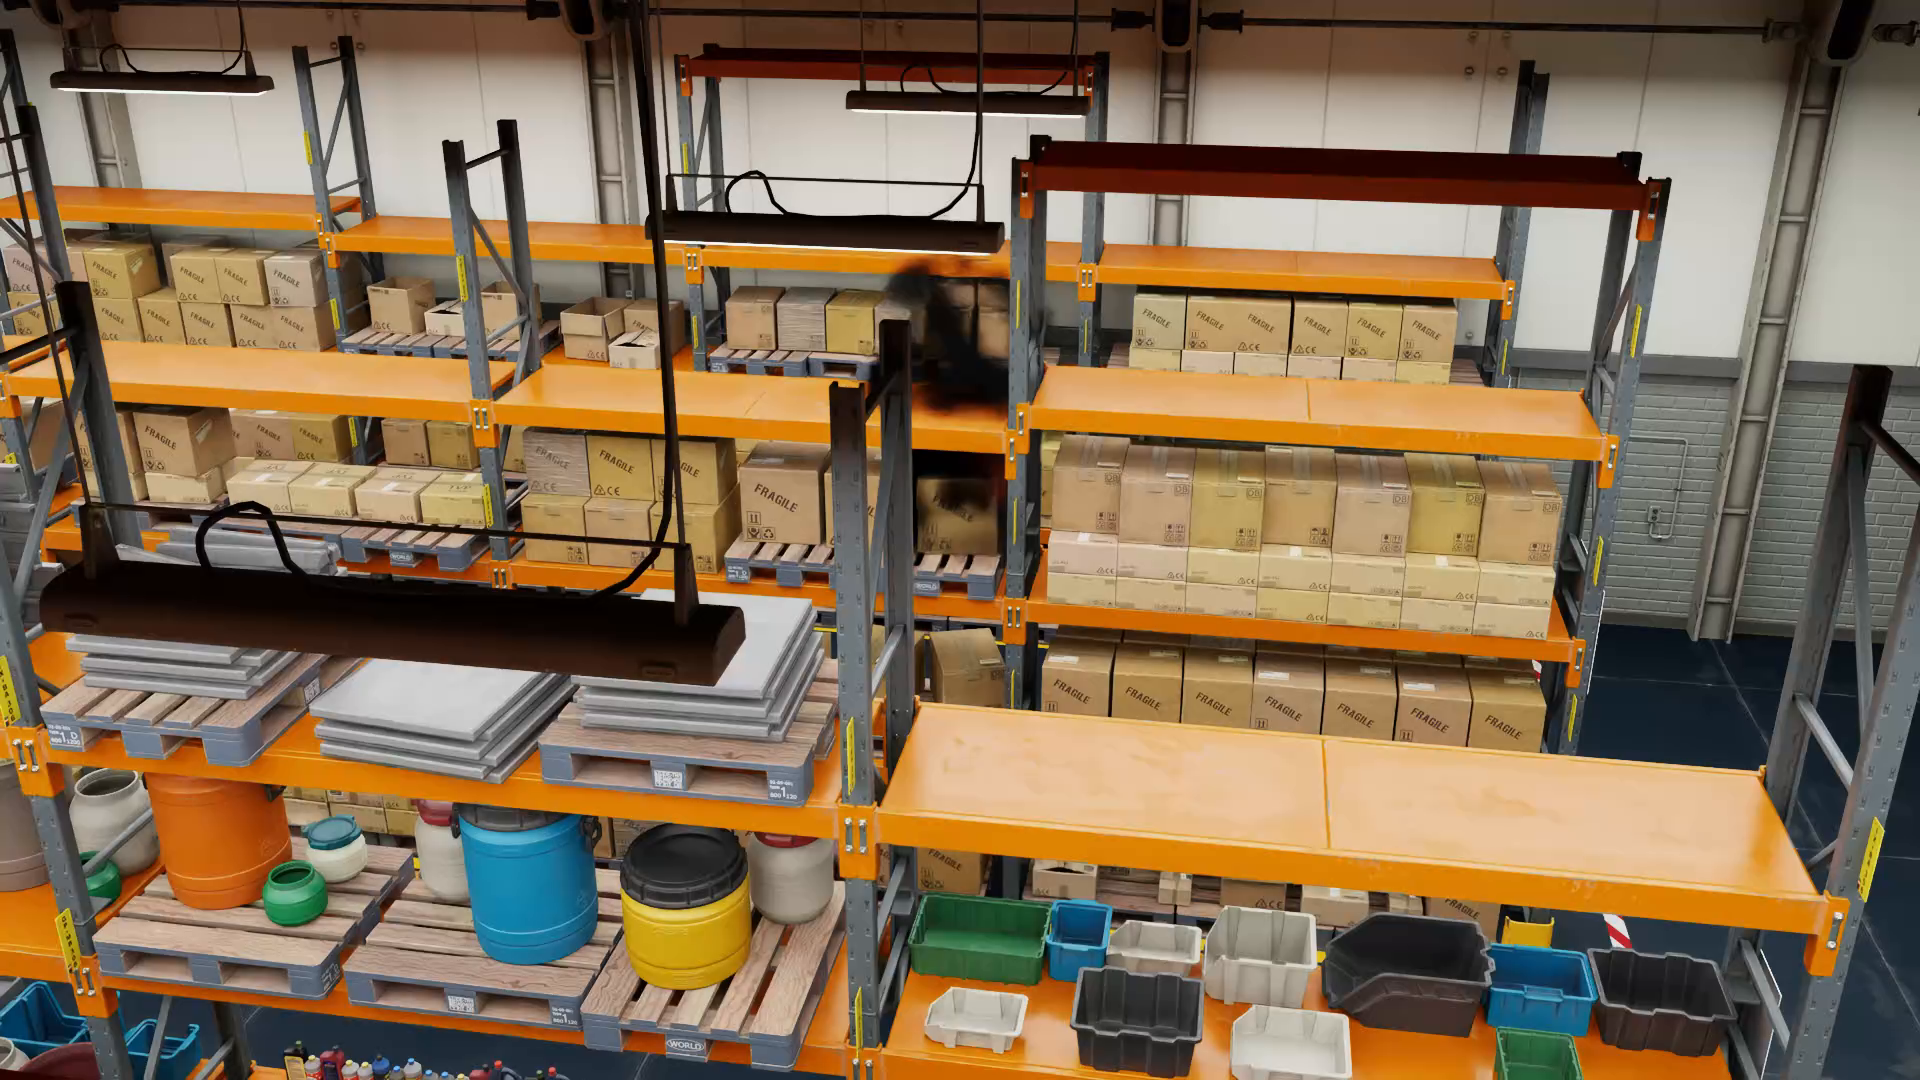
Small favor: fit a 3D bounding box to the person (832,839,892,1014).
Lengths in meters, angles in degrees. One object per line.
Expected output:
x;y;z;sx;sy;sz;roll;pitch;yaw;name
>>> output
-0.814;2.568;11.407;0.964;1.830;0.689;4;23;9;person
